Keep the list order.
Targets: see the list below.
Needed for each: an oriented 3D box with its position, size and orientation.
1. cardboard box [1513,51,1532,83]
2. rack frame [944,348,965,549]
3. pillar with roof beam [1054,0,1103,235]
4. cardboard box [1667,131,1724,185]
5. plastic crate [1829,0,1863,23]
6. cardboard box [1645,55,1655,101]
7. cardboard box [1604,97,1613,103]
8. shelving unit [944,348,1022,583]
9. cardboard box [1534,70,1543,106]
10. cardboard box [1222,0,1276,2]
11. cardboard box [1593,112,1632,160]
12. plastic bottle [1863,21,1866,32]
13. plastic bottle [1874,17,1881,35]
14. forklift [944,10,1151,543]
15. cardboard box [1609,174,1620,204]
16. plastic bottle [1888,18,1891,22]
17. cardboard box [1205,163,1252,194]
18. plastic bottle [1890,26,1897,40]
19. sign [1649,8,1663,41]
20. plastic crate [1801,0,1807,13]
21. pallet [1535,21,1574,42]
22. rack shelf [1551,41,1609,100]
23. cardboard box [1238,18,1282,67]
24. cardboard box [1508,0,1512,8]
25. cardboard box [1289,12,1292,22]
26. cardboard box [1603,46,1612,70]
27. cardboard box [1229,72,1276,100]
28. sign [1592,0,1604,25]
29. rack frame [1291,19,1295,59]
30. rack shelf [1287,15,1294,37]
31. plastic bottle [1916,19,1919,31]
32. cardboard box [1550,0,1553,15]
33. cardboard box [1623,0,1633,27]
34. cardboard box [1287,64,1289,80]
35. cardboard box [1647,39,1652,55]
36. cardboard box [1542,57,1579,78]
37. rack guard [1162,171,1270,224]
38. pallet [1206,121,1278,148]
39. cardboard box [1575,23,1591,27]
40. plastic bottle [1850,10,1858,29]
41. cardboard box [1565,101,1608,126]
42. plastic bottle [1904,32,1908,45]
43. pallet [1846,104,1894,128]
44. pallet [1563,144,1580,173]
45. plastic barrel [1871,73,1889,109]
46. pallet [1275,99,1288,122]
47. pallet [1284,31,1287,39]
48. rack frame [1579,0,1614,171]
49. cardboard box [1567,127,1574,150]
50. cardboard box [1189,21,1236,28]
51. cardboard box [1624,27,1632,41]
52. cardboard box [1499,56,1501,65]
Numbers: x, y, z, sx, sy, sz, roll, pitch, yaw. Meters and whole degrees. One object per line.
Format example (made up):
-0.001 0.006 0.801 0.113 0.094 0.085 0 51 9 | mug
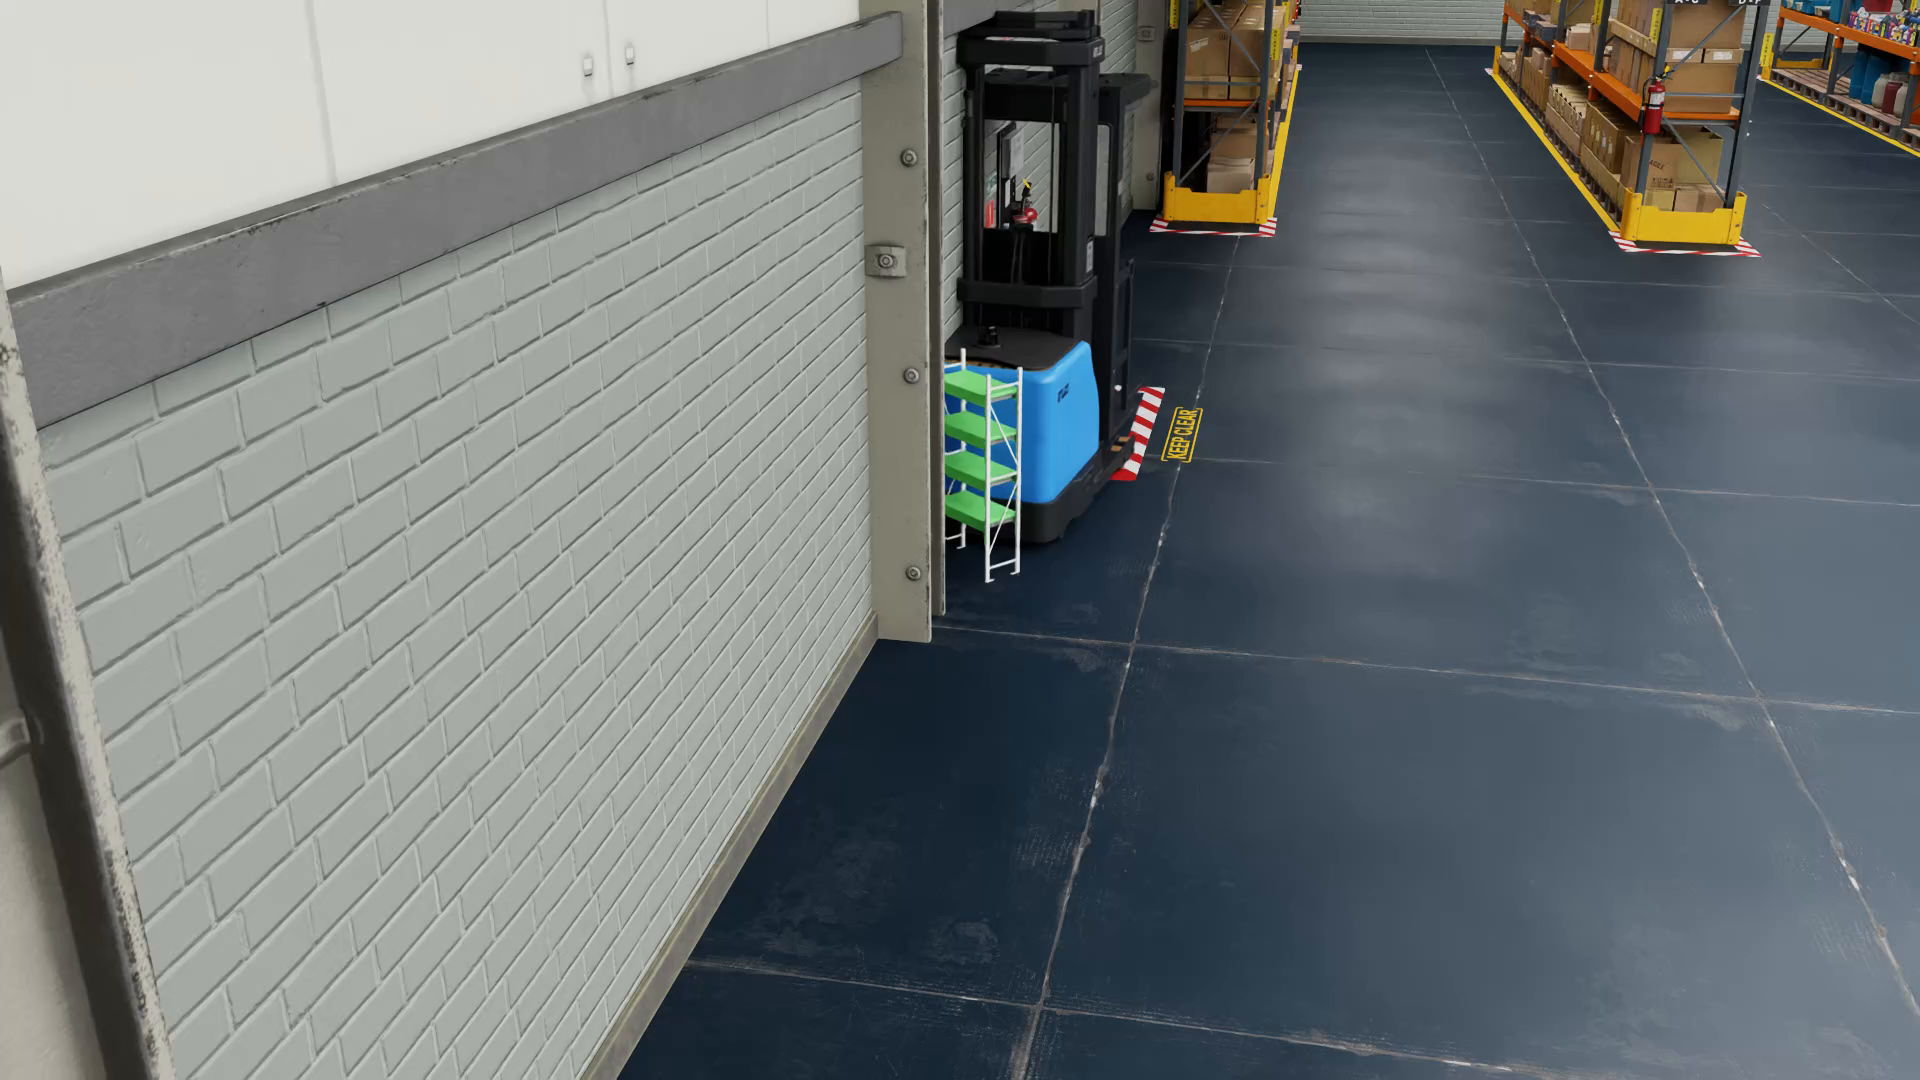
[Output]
10.021 -8.301 29.208 0.500 0.500 0.500 4 22 11 | cardboard box
-0.069 -0.488 9.458 0.240 1.200 0.015 -17 27 -35 | rack frame
5.170 -5.597 11.704 9.100 9.000 0.400 4 22 11 | pillar with roof beam
8.161 -4.268 18.549 0.500 0.500 0.500 4 22 11 | cardboard box
14.792 -8.865 27.791 0.392 0.384 0.575 4 22 11 | plastic crate
7.944 -5.047 18.236 0.700 0.500 0.500 5 22 12 | cardboard box
9.191 -5.975 23.042 0.500 0.311 0.500 5 22 12 | cardboard box
0.083 -0.416 9.281 0.258 1.200 0.503 -17 27 -35 | shelving unit
9.433 -7.158 26.368 0.500 0.500 0.500 4 22 9 | cardboard box
4.062 -7.358 23.386 0.700 0.500 0.500 8 23 18 | cardboard box
7.945 -4.857 20.012 0.500 0.500 0.500 4 22 11 | cardboard box
14.399 -8.170 26.391 0.097 0.201 0.097 0 22 0 | plastic bottle
14.277 -7.984 25.835 0.097 0.271 0.097 0 22 0 | plastic bottle
0.538 -1.863 10.556 1.130 2.935 3.031 8 23 18 | forklift
7.644 -3.960 18.789 0.500 0.250 0.500 4 22 11 | cardboard box
14.237 -7.841 25.464 0.061 0.283 0.133 4 22 11 | plastic bottle
3.113 -4.217 19.321 0.500 0.311 0.500 2 22 5 | cardboard box
14.107 -7.648 25.093 0.097 0.201 0.097 0 22 0 | plastic bottle
7.205 -5.332 17.210 0.100 0.325 0.005 4 22 11 | sign
15.206 -9.514 29.606 0.416 0.233 0.300 4 22 11 | plastic crate
9.436 -7.728 25.284 1.213 0.211 1.003 4 22 11 | pallet
8.958 -6.499 22.938 1.077 0.370 4.000 4 22 11 | rack shelf
3.497 -5.822 19.465 0.500 0.500 0.500 4 22 9 | cardboard box
10.550 -10.205 31.043 0.500 0.500 0.500 4 22 10 | cardboard box
5.419 -8.864 28.157 0.380 0.149 0.250 4 22 11 | cardboard box
8.608 -6.215 21.471 0.500 0.250 0.500 6 23 14 | cardboard box
3.294 -5.108 18.696 0.500 0.250 0.500 4 22 9 | cardboard box
8.017 -6.639 20.880 0.100 0.325 0.005 4 22 11 | sign
6.148 -10.866 32.818 1.000 3.000 0.127 4 22 11 | rack frame
4.924 -8.338 27.504 1.077 0.370 4.000 4 22 11 | rack shelf
14.889 -7.970 25.800 0.097 0.271 0.097 0 22 0 | plastic bottle
9.882 -8.617 26.539 0.700 0.500 0.500 -1 22 -3 | cardboard box
8.364 -6.402 19.863 0.700 0.500 0.500 4 22 11 | cardboard box
5.327 -8.353 28.894 0.750 0.750 0.750 5 22 12 | cardboard box
7.783 -5.421 18.296 0.380 0.149 0.250 5 22 12 | cardboard box
9.335 -7.337 25.810 0.500 0.250 0.500 5 23 13 | cardboard box
2.899 -3.883 18.825 1.175 0.500 0.348 4 22 11 | rack guard
4.104 -5.916 24.261 1.003 0.211 1.213 4 22 11 | pallet
9.249 -7.393 24.314 0.500 0.311 0.500 6 23 14 | cardboard box
14.511 -8.443 26.959 0.061 0.283 0.133 4 22 11 | plastic bottle
8.556 -5.824 22.666 0.500 0.311 0.500 4 22 11 | cardboard box
13.968 -7.399 24.475 0.097 0.201 0.097 0 22 0 | plastic bottle
14.586 -6.628 26.028 1.003 0.211 1.213 4 22 11 | pallet
8.662 -5.080 22.185 1.003 0.211 1.213 4 22 11 | pallet
14.556 -7.032 26.068 0.421 0.512 0.421 0 22 0 | plastic barrel
4.751 -6.929 26.776 1.003 0.211 1.213 4 22 11 | pallet
4.152 -7.124 23.784 1.003 0.211 1.213 4 22 11 | pallet
8.550 -6.101 20.987 1.000 3.000 0.127 4 22 11 | rack frame
8.456 -5.379 22.313 0.500 0.250 0.500 4 22 10 | cardboard box
2.884 -5.674 19.097 0.500 0.500 0.500 5 22 12 | cardboard box
8.098 -5.991 19.712 0.380 0.149 0.250 4 22 9 | cardboard box
10.526 -9.161 31.789 0.380 0.166 0.250 4 22 11 | cardboard box
